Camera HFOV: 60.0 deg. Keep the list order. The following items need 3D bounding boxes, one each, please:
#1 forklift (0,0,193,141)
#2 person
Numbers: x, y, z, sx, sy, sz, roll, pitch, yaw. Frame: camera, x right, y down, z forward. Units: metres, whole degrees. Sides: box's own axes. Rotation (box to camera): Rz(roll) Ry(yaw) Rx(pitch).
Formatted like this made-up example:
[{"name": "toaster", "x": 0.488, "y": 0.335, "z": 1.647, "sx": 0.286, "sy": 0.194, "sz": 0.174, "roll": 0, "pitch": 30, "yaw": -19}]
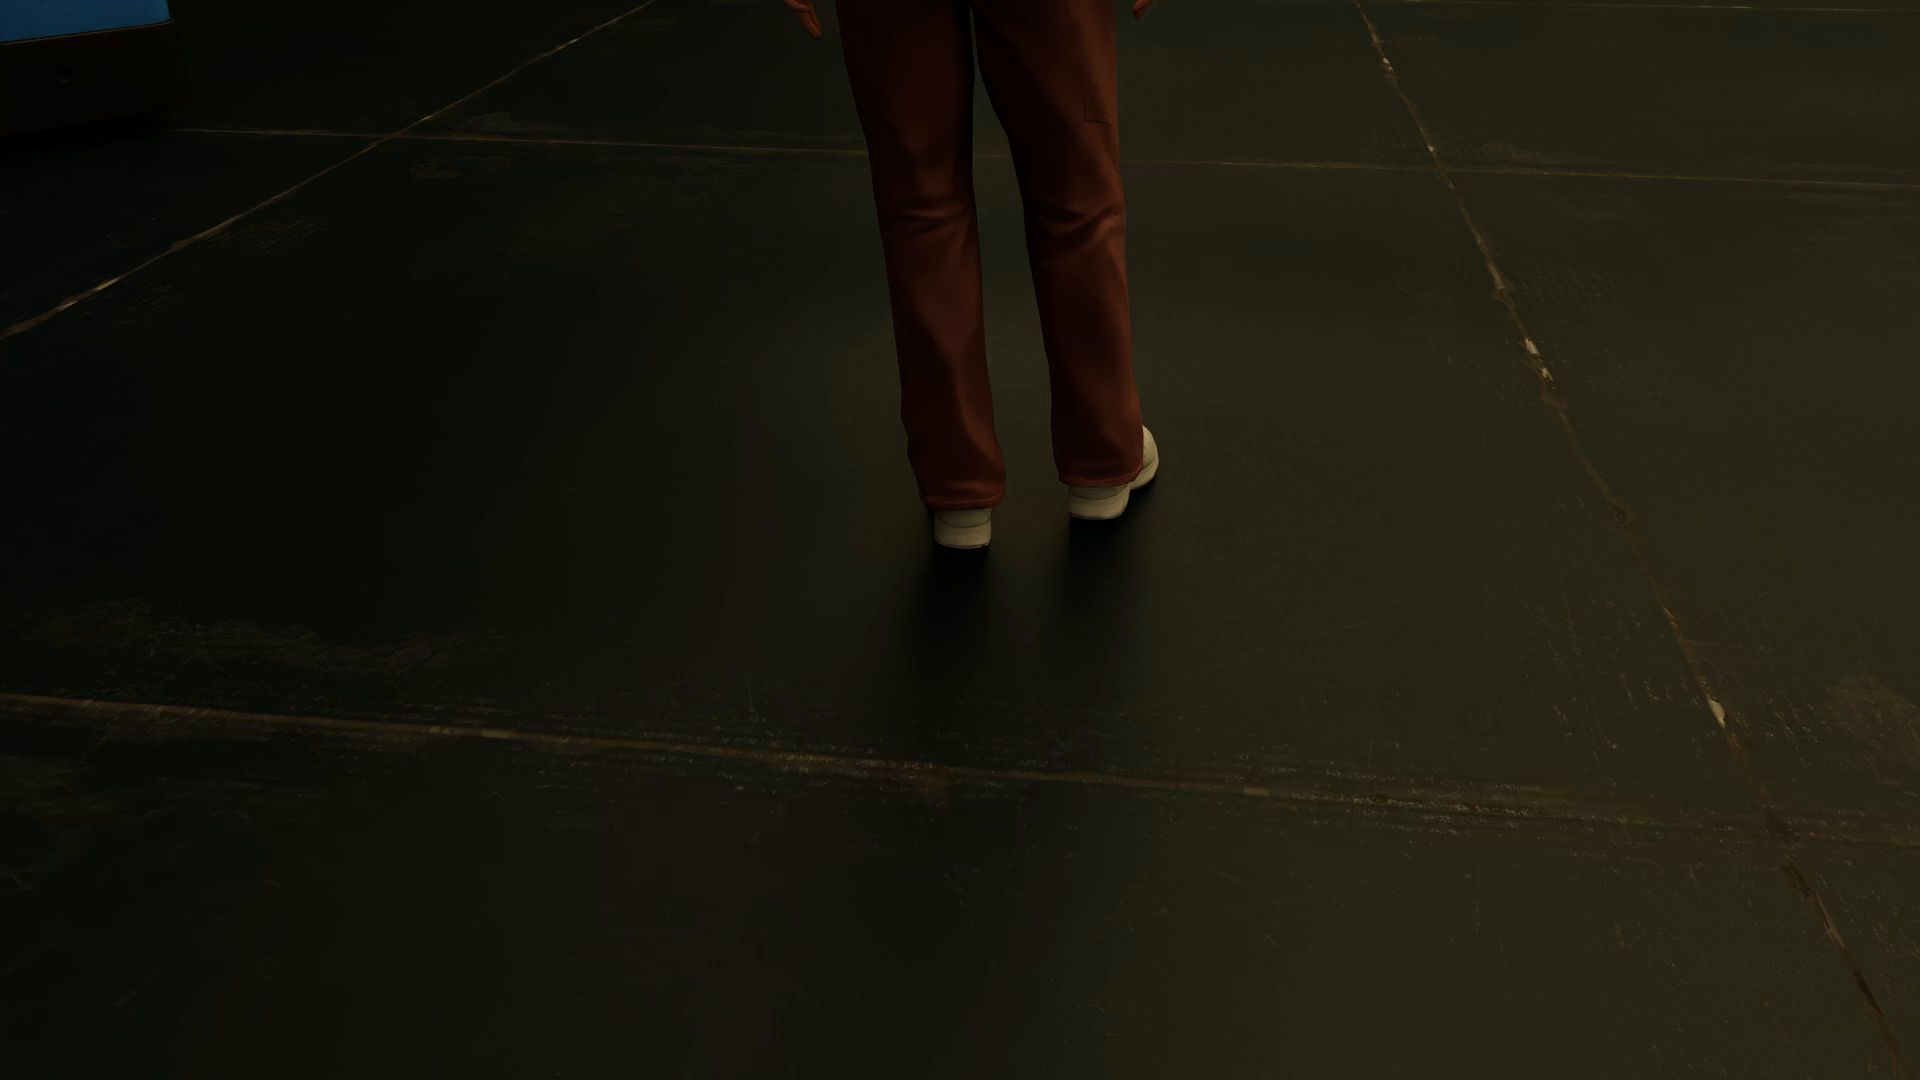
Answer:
[{"name": "forklift", "x": -3.701, "y": -2.826, "z": 4.882, "sx": 3.031, "sy": 2.935, "sz": 1.130, "roll": 22, "pitch": 34, "yaw": 37}, {"name": "person", "x": 0.022, "y": -0.788, "z": 2.186, "sx": 0.553, "sy": 1.675, "sz": 0.549, "roll": 3, "pitch": 27, "yaw": 7}]
